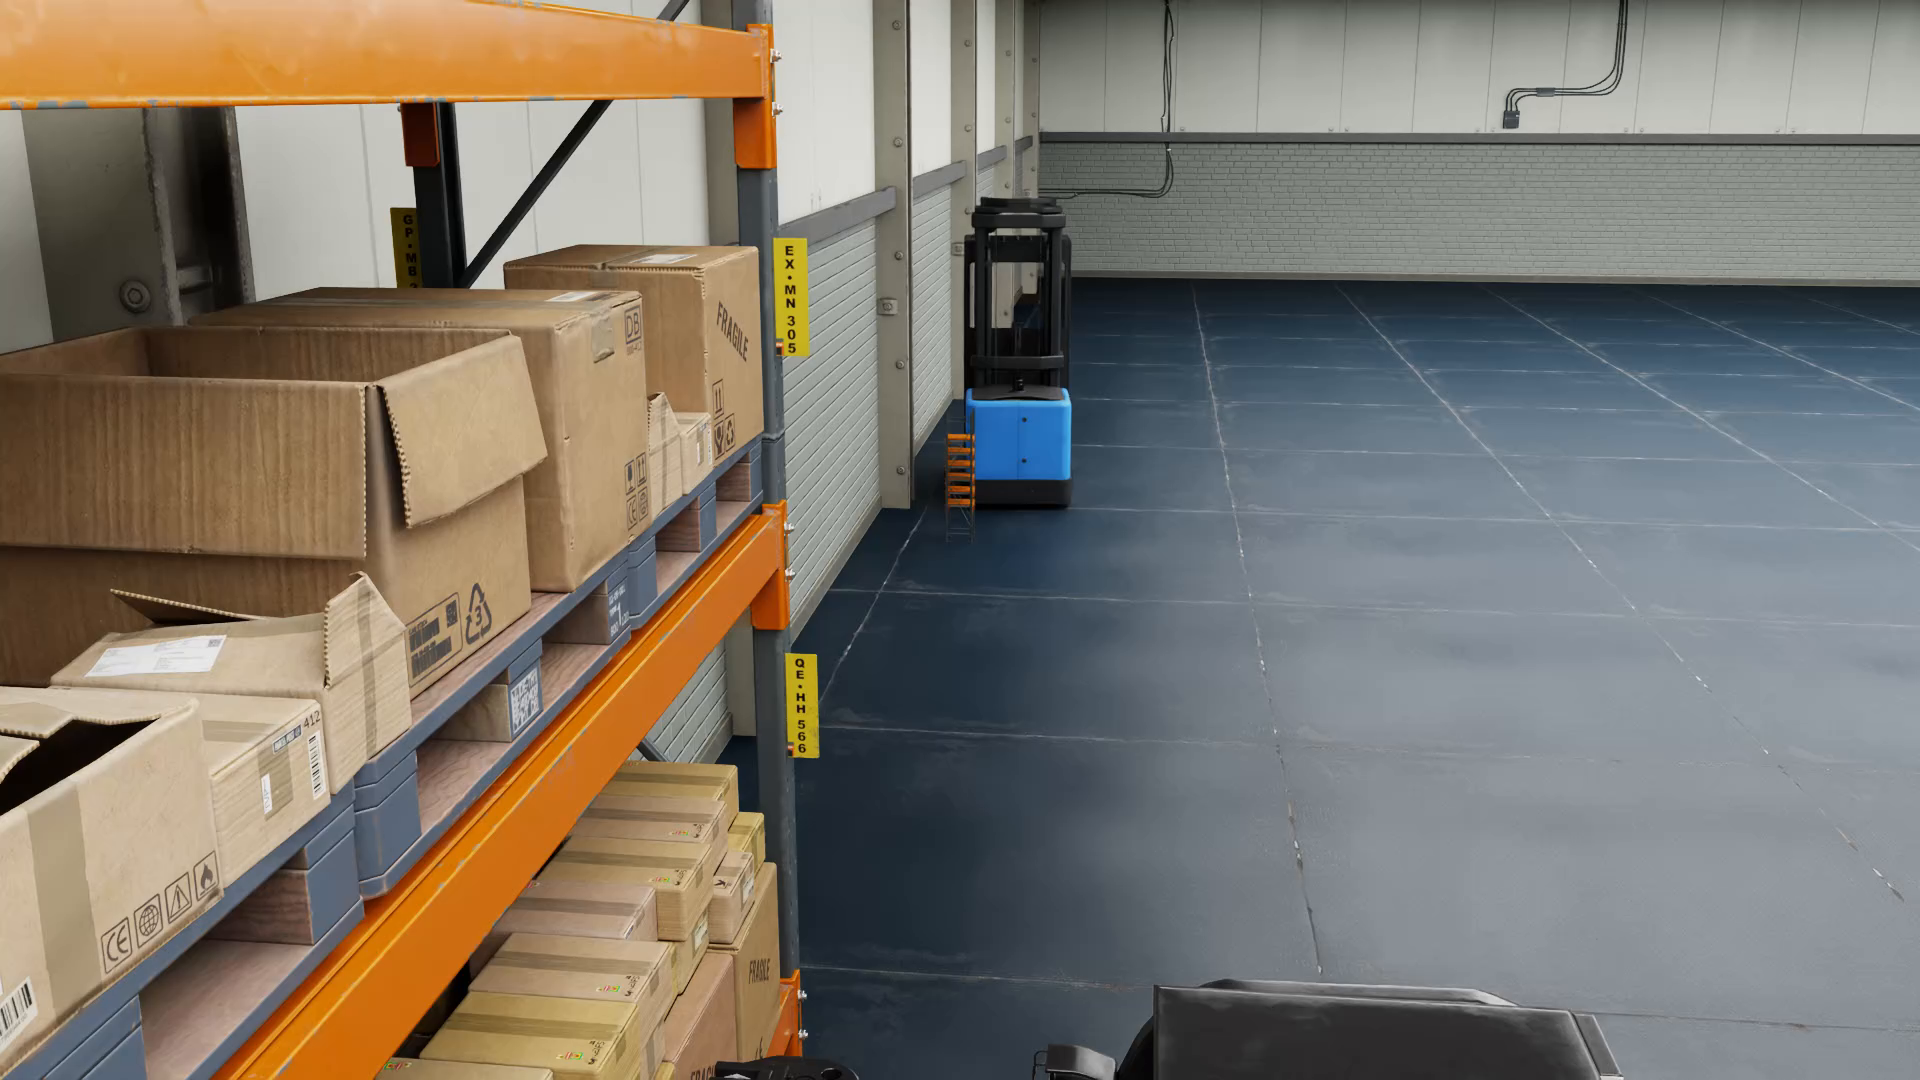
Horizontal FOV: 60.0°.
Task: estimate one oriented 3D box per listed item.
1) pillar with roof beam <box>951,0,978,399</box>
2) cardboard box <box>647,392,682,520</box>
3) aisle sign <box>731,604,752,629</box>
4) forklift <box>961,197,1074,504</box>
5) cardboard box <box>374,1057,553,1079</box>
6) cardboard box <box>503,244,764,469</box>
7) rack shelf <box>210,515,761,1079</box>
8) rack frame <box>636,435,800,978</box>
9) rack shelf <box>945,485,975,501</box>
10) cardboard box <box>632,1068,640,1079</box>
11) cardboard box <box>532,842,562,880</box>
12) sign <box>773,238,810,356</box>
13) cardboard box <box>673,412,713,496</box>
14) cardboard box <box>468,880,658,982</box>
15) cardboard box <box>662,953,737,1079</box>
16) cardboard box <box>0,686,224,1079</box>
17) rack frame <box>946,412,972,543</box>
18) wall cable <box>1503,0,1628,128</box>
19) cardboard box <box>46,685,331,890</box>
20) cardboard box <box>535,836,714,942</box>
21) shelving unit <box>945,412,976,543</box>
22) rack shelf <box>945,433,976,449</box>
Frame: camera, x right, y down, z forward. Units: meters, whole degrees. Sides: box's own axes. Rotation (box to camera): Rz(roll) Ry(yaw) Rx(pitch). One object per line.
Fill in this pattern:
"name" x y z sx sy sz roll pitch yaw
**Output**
"pillar with roof beam" 4.327 -6.138 20.621 9.100 9.000 0.400 2 15 6
"cardboard box" -0.828 -0.199 3.665 0.396 0.266 0.258 2 15 6
"aisle sign" -0.708 -0.118 4.870 0.394 0.787 0.004 2 15 6
"forklift" 11.709 2.549 0.122 23.922 2.935 38.235 0 15 1
"cardboard box" -1.006 1.138 3.203 0.380 0.149 0.250 2 15 7
"cardboard box" -0.815 -0.479 4.255 0.500 0.500 0.500 2 15 8
"rack shelf" -1.233 0.435 2.927 0.919 0.052 3.809 2 15 6
"rack frame" -1.008 1.146 5.178 1.000 3.000 0.127 2 15 6
"rack shelf" 0.002 -0.424 15.062 0.258 0.103 0.180 2 15 6
"cardboard box" -0.889 1.216 3.484 0.380 0.149 0.250 2 15 7
"cardboard box" -1.268 0.931 4.540 0.380 0.149 0.250 2 15 6
"sign" -0.470 -0.672 4.609 0.100 0.325 0.005 2 15 6
"cardboard box" -0.799 -0.208 3.924 0.380 0.149 0.250 1 15 5
"cardboard box" -0.940 0.936 3.951 0.380 0.149 0.250 2 15 7
"cardboard box" -0.870 1.367 4.168 0.500 0.500 0.500 2 15 8
"cardboard box" -1.123 0.319 1.665 0.500 0.311 0.500 2 15 7
"rack frame" -0.009 -0.559 14.932 0.240 1.200 0.006 2 15 6
"wall cable" 12.481 -11.460 33.789 2.305 6.003 0.169 2 15 6
"cardboard box" -1.020 0.299 2.049 0.380 0.149 0.250 2 15 8
"cardboard box" -0.838 0.873 4.181 0.380 0.149 0.250 2 15 8
"shelving unit" 1.505 2.026 4.223 5.752 1.800 21.905 2 15 6
"rack shelf" 0.002 -0.888 14.937 0.258 0.103 0.180 2 15 6
